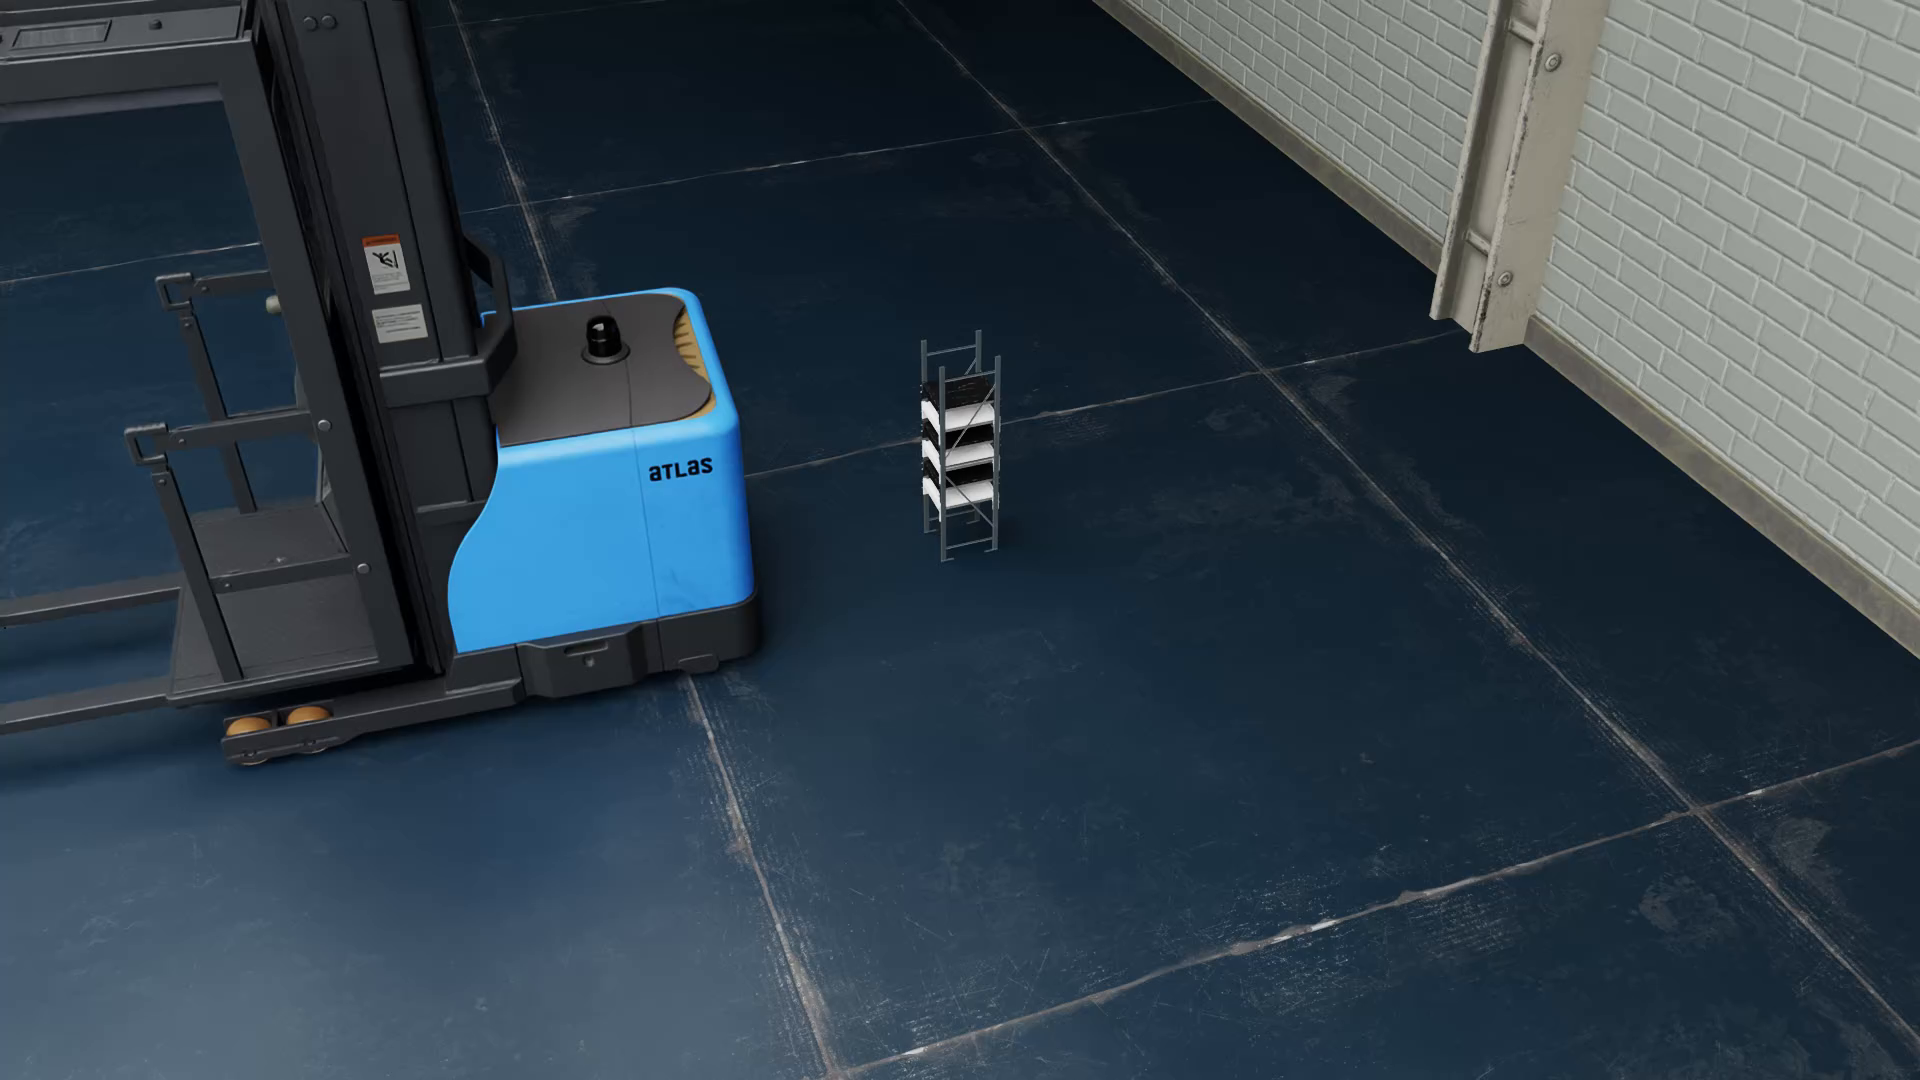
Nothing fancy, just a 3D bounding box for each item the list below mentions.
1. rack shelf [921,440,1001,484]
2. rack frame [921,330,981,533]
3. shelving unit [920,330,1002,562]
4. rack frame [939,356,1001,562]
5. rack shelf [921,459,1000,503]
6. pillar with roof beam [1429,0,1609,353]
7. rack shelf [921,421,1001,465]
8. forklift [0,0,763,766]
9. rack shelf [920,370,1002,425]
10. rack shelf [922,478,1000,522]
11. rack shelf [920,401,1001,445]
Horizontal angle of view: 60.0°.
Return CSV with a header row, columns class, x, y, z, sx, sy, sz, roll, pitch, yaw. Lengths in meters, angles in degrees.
class,x,y,z,sx,sy,sz,roll,pitch,yaw
rack shelf,0.003,-0.328,6.493,0.258,0.077,0.200,-12,39,-16
rack frame,-0.032,-0.412,6.549,0.240,0.900,0.006,-12,39,-16
shelving unit,0.003,-0.355,6.473,0.258,0.900,0.210,-12,39,-16
rack frame,0.038,-0.297,6.397,0.240,0.900,0.006,-12,39,-16
rack shelf,0.003,-0.256,6.547,0.258,0.077,0.200,-12,39,-16
pillar with roof beam,-1.510,-3.738,4.233,9.100,9.000,0.400,-12,39,-16
rack shelf,0.003,-0.400,6.439,0.258,0.077,0.200,-12,39,-16
forklift,-2.303,-0.752,5.313,3.031,2.935,1.130,-10,38,-13
rack shelf,0.003,-0.544,6.331,0.258,0.077,0.200,-12,39,-16
rack shelf,0.003,-0.184,6.602,0.258,0.077,0.200,-12,39,-16
rack shelf,0.003,-0.472,6.385,0.258,0.077,0.200,-12,39,-16
